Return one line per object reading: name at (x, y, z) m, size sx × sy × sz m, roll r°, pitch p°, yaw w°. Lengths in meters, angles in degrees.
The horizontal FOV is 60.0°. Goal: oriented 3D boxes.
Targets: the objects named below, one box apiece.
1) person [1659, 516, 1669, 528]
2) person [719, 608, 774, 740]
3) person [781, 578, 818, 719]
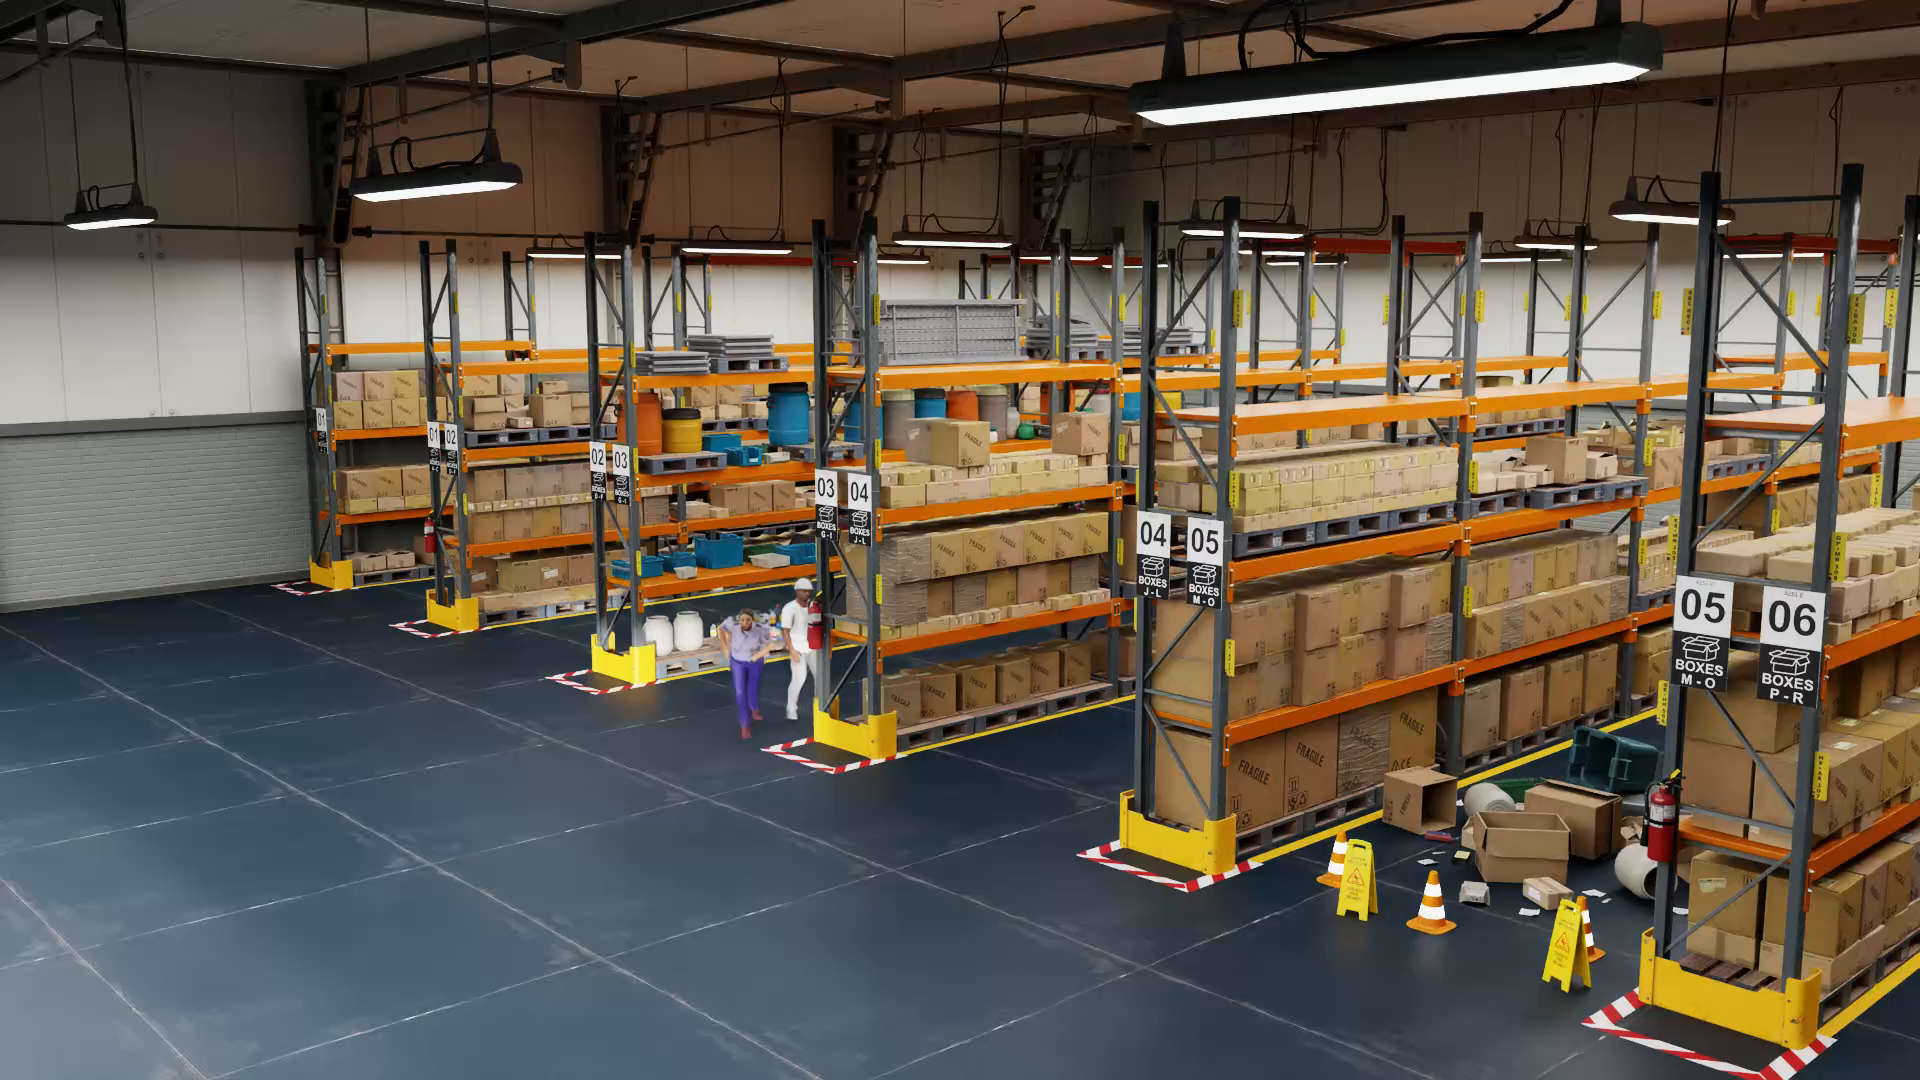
person at (11.034, 0.500, 26.017) m, size 0.722 × 1.750 × 0.668 m, roll -8°, pitch 11°, yaw -42°
person at (-2.531, 1.535, 19.813) m, size 0.649 × 1.612 × 0.948 m, roll 0°, pitch 8°, yaw -3°
person at (-1.824, 1.344, 20.229) m, size 0.638 × 1.736 × 0.805 m, roll -7°, pitch 11°, yaw -40°
